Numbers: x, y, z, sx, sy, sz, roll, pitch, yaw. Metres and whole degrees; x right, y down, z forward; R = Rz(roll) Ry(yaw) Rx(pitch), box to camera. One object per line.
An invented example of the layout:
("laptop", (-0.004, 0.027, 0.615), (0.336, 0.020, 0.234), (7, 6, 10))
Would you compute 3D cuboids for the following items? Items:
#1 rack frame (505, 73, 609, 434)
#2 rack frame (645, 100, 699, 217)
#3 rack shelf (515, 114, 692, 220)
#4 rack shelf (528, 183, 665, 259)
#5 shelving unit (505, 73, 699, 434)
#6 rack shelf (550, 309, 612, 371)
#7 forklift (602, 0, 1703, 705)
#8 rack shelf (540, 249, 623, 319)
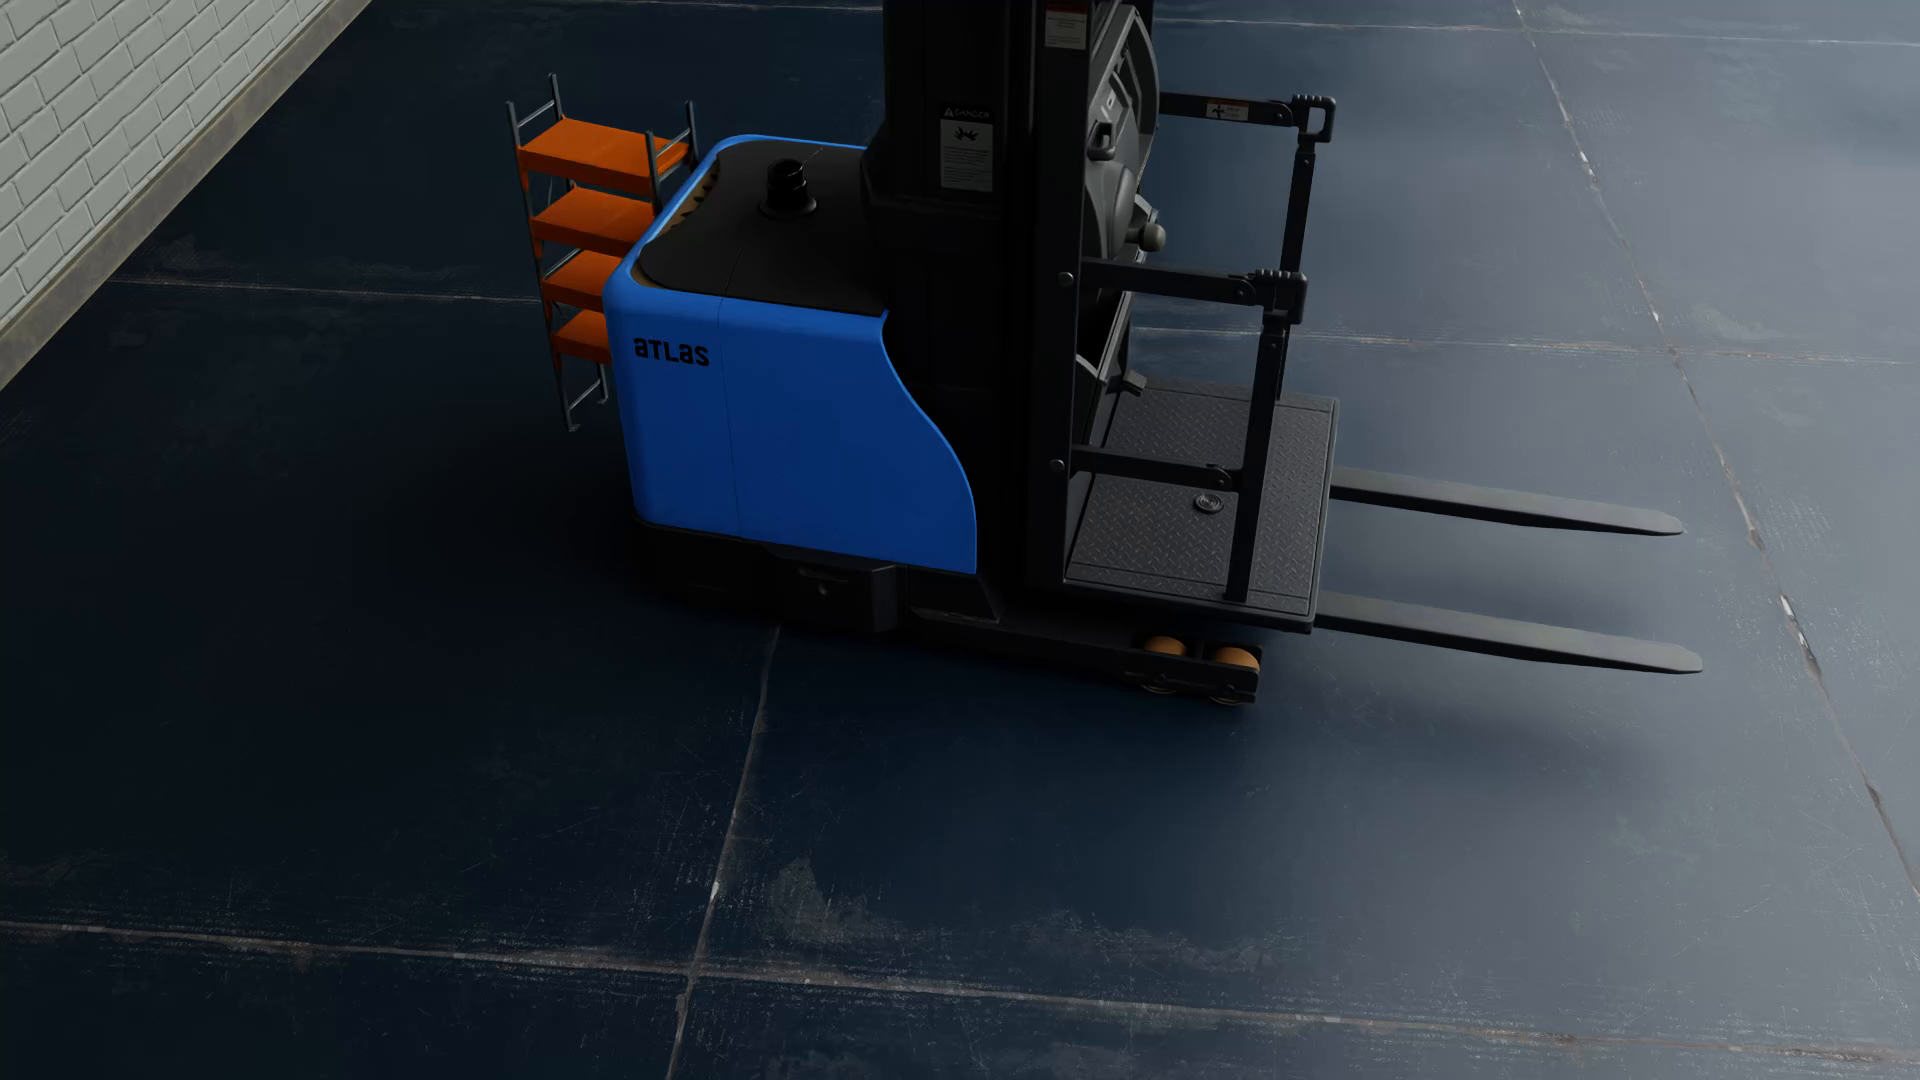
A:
("rack frame", (-1.297, -0.901, 5.406), (0.015, 1.200, 0.240), (16, 42, 19))
("rack frame", (-0.852, -0.775, 5.250), (0.015, 1.200, 0.240), (16, 42, 19))
("rack shelf", (-1.075, -1.143, 5.080), (0.480, 0.148, 0.258), (16, 42, 19))
("rack shelf", (-1.075, -0.959, 5.229), (0.480, 0.148, 0.258), (16, 42, 19))
("shelving unit", (-1.074, -0.838, 5.328), (0.503, 1.200, 0.258), (16, 42, 19))
("rack shelf", (-1.074, -0.632, 5.496), (0.480, 0.148, 0.258), (16, 42, 19))
("forklift", (0.605, -1.043, 4.210), (3.031, 2.935, 1.130), (9, 40, 11))
("rack shelf", (-1.074, -0.786, 5.371), (0.480, 0.148, 0.258), (16, 42, 19))
